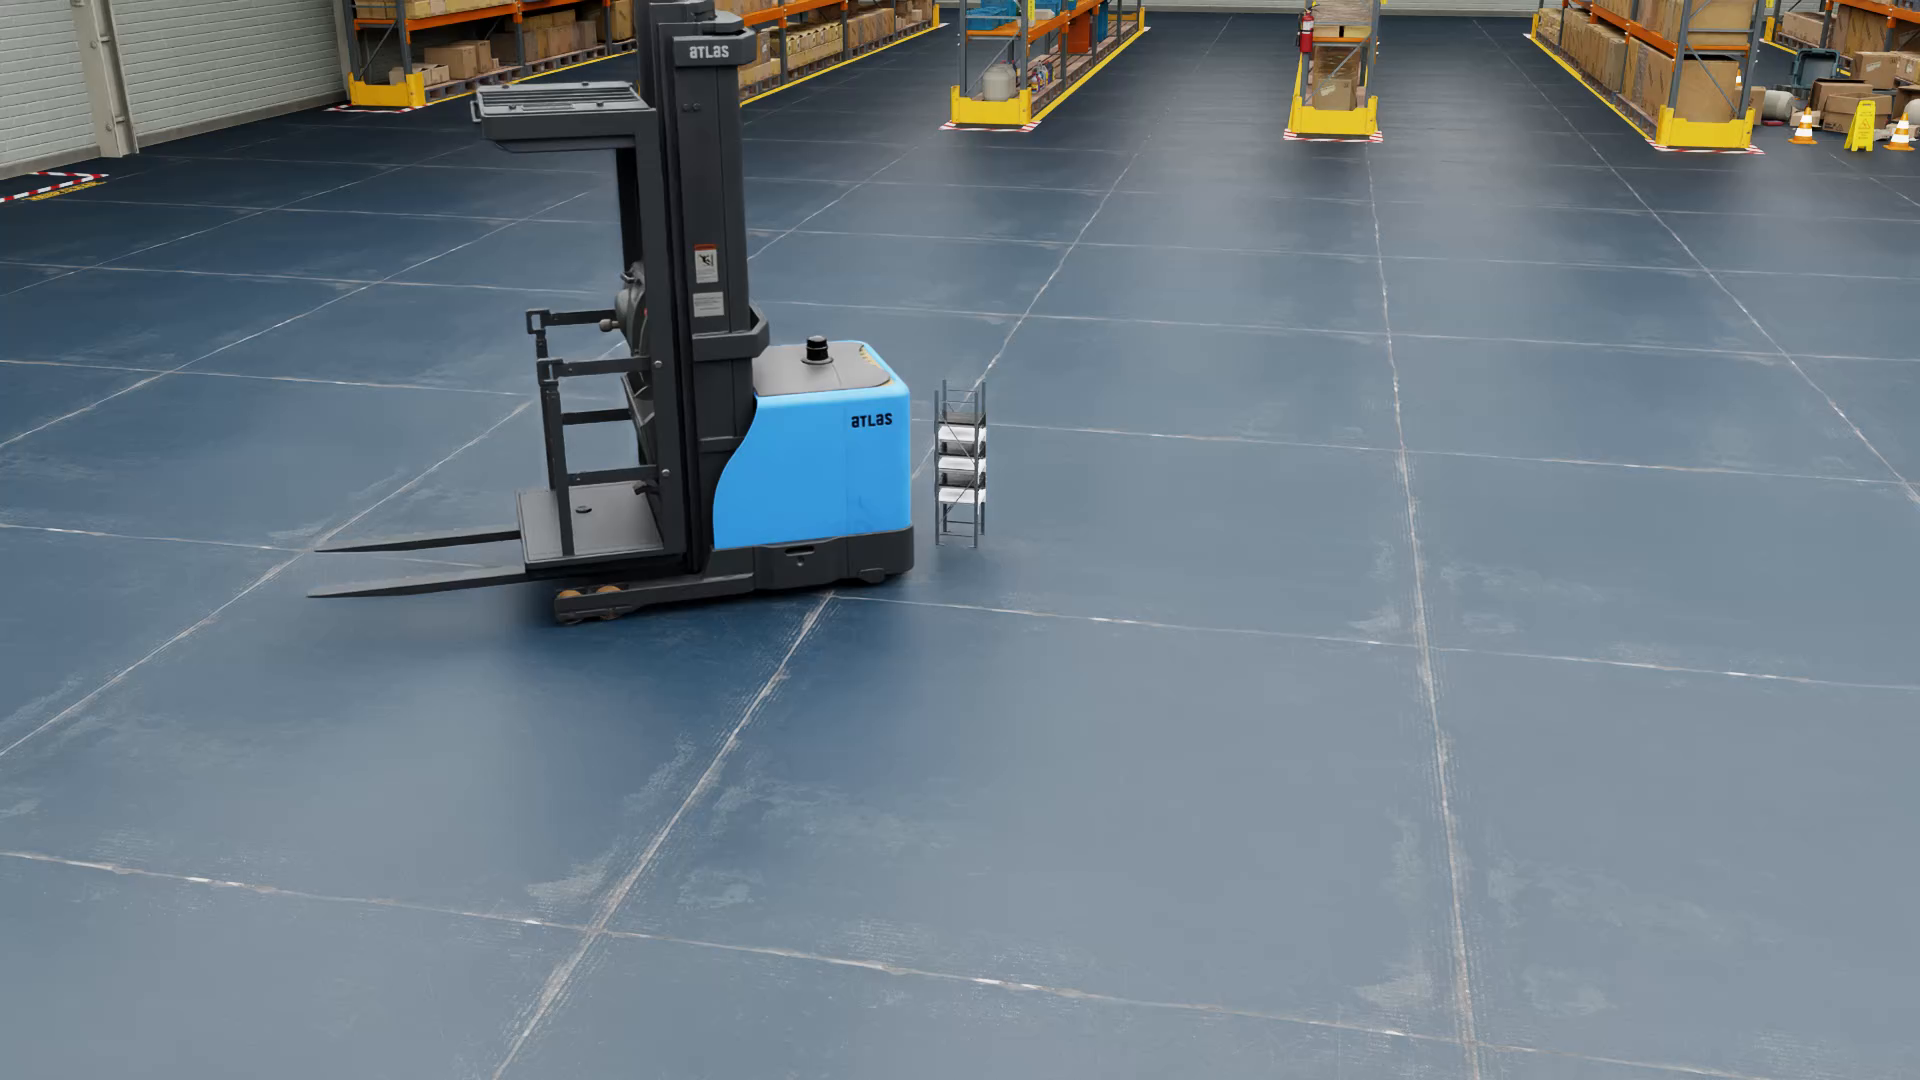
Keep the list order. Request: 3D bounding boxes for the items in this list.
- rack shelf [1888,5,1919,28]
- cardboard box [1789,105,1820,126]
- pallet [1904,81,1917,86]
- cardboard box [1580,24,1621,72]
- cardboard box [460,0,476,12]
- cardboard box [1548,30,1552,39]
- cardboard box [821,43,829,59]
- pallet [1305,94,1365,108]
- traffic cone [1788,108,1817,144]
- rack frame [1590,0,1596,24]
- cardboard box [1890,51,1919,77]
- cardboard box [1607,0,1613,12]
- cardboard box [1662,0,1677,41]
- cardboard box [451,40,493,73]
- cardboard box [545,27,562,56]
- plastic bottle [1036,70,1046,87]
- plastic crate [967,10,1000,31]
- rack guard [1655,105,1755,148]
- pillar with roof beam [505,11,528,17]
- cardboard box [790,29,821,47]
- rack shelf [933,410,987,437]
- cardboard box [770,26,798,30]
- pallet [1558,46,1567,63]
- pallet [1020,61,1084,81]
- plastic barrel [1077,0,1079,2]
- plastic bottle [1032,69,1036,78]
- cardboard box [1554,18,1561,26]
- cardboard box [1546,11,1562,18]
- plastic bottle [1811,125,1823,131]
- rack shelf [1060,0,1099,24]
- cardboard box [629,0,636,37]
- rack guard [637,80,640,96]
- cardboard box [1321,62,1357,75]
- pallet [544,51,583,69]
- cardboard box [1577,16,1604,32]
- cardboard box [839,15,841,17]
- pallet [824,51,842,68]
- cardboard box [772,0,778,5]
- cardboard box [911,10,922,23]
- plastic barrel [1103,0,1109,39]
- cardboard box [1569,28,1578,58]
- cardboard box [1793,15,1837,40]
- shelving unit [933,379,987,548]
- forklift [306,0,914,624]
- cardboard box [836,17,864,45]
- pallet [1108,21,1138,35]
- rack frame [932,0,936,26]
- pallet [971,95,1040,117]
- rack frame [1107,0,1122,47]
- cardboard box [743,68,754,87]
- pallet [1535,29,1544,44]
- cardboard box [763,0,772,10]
[{"bbox_3d":[16.268,-8.340,27.008,1.077,0.370,4.000,4,22,11],"label":"rack shelf"},{"bbox_3d":[12.446,-6.245,24.504,0.396,0.266,0.258,8,23,20],"label":"cardboard box"},{"bbox_3d":[16.264,-7.381,27.397,1.003,0.211,1.213,4,22,11],"label":"pallet"},{"bbox_3d":[11.597,-8.680,29.341,1.050,0.750,0.750,4,22,10],"label":"cardboard box"},{"bbox_3d":[-8.488,-9.023,27.915,0.500,0.250,0.500,5,22,11],"label":"cardboard box"},{"bbox_3d":[12.583,-10.628,34.982,0.380,0.149,0.250,4,22,11],"label":"cardboard box"},{"bbox_3d":[-2.798,-9.253,31.431,0.500,0.250,0.500,5,22,12],"label":"cardboard box"},{"bbox_3d":[5.809,-6.708,25.727,1.003,0.211,1.213,4,22,11],"label":"pallet"},{"bbox_3d":[11.676,-5.729,22.958,0.336,0.463,0.334,4,22,11],"label":"traffic cone"},{"bbox_3d":[11.810,-9.745,29.535,1.000,3.000,0.127,4,22,11],"label":"rack frame"},{"bbox_3d":[16.551,-8.175,28.591,0.950,0.372,0.625,3,22,7],"label":"cardboard box"},{"bbox_3d":[11.146,-9.095,27.788,0.500,0.500,0.500,4,22,10],"label":"cardboard box"},{"bbox_3d":[10.299,-7.231,23.092,0.875,0.550,0.550,4,22,11],"label":"cardboard box"},{"bbox_3d":[-8.562,-8.492,29.181,0.500,0.500,0.500,3,22,7],"label":"cardboard box"},{"bbox_3d":[-8.055,-9.521,31.737,0.700,0.500,0.500,5,22,12],"label":"cardboard box"},{"bbox_3d":[1.318,-7.511,27.044,0.152,0.276,0.135,5,22,12],"label":"plastic bottle"},{"bbox_3d":[0.303,-7.749,24.778,0.499,0.251,0.616,4,22,11],"label":"plastic crate"},{"bbox_3d":[10.172,-5.651,22.716,1.175,0.500,0.348,4,22,11],"label":"rack guard"},{"bbox_3d":[-4.470,-13.338,30.426,9.100,9.000,0.400,4,22,11],"label":"pillar with roof beam"},{"bbox_3d":[-2.898,-9.328,30.867,0.500,0.311,0.500,5,22,12],"label":"cardboard box"},{"bbox_3d":[0.002,-0.640,9.104,0.258,0.077,0.200,4,22,11],"label":"rack shelf"},{"bbox_3d":[-3.322,-9.548,31.413,0.500,0.311,0.500,4,22,9],"label":"cardboard box"},{"bbox_3d":[12.468,-9.630,32.981,1.003,0.211,1.213,4,22,11],"label":"pallet"},{"bbox_3d":[1.679,-8.519,30.224,1.003,0.211,1.213,4,22,11],"label":"pallet"},{"bbox_3d":[1.958,-9.898,29.732,0.433,0.535,0.433,0,22,0],"label":"plastic barrel"},{"bbox_3d":[1.214,-7.522,27.062,0.061,0.283,0.133,4,22,11],"label":"plastic bottle"},{"bbox_3d":[12.501,-10.694,34.350,0.380,0.149,0.250,4,22,10],"label":"cardboard box"},{"bbox_3d":[12.918,-11.364,36.013,0.380,0.149,0.250,3,22,8],"label":"cardboard box"},{"bbox_3d":[12.374,-5.985,24.133,0.133,0.061,0.283,-3,22,-8],"label":"plastic bottle"},{"bbox_3d":[1.718,-9.473,29.822,1.077,0.370,4.000,4,22,11],"label":"rack shelf"},{"bbox_3d":[-7.109,-11.069,35.139,0.750,0.750,0.750,4,22,11],"label":"cardboard box"},{"bbox_3d":[-4.360,-6.823,25.625,1.175,0.500,0.348,4,22,11],"label":"rack guard"},{"bbox_3d":[5.878,-7.146,25.866,0.500,0.500,0.500,2,22,6],"label":"cardboard box"},{"bbox_3d":[-7.985,-9.269,32.086,1.003,0.211,1.213,4,22,11],"label":"pallet"},{"bbox_3d":[11.785,-9.584,30.915,0.500,0.250,0.500,5,22,12],"label":"cardboard box"},{"bbox_3d":[-2.656,-10.510,34.193,0.500,0.500,0.500,4,22,9],"label":"cardboard box"},{"bbox_3d":[-2.929,-9.325,32.225,1.003,0.211,1.213,4,22,11],"label":"pallet"},{"bbox_3d":[-3.481,-9.568,29.295,0.500,0.250,0.500,6,23,14],"label":"cardboard box"},{"bbox_3d":[-1.183,-12.208,38.743,0.500,0.250,0.500,4,22,11],"label":"cardboard box"},{"bbox_3d":[2.814,-11.024,34.958,0.600,0.901,0.708,4,22,11],"label":"plastic barrel"},{"bbox_3d":[11.890,-9.425,31.525,0.500,0.500,0.500,3,22,9],"label":"cardboard box"},{"bbox_3d":[18.093,-10.752,34.904,0.875,0.438,0.875,5,22,12],"label":"cardboard box"},{"bbox_3d":[0.002,-0.420,9.193,0.258,0.900,0.210,4,22,11],"label":"shelving unit"},{"bbox_3d":[-1.820,-1.159,8.308,3.031,2.935,1.130,-6,23,-15],"label":"forklift"},{"bbox_3d":[-2.249,-10.298,33.665,0.500,0.500,0.500,4,22,9],"label":"cardboard box"},{"bbox_3d":[3.552,-11.871,38.547,1.003,0.211,1.213,4,22,11],"label":"pallet"},{"bbox_3d":[-1.090,-13.842,39.709,1.000,3.000,0.127,4,22,11],"label":"rack frame"},{"bbox_3d":[0.634,-6.647,25.574,1.003,0.211,1.213,4,22,11],"label":"pallet"},{"bbox_3d":[2.942,-12.001,35.136,1.000,3.000,0.127,4,22,11],"label":"rack frame"},{"bbox_3d":[-3.720,-7.638,27.422,0.500,0.250,0.500,4,22,11],"label":"cardboard box"},{"bbox_3d":[13.226,-11.055,36.521,1.003,0.211,1.213,4,22,11],"label":"pallet"},{"bbox_3d":[-3.623,-9.337,28.389,0.700,0.500,0.500,4,22,10],"label":"cardboard box"}]
